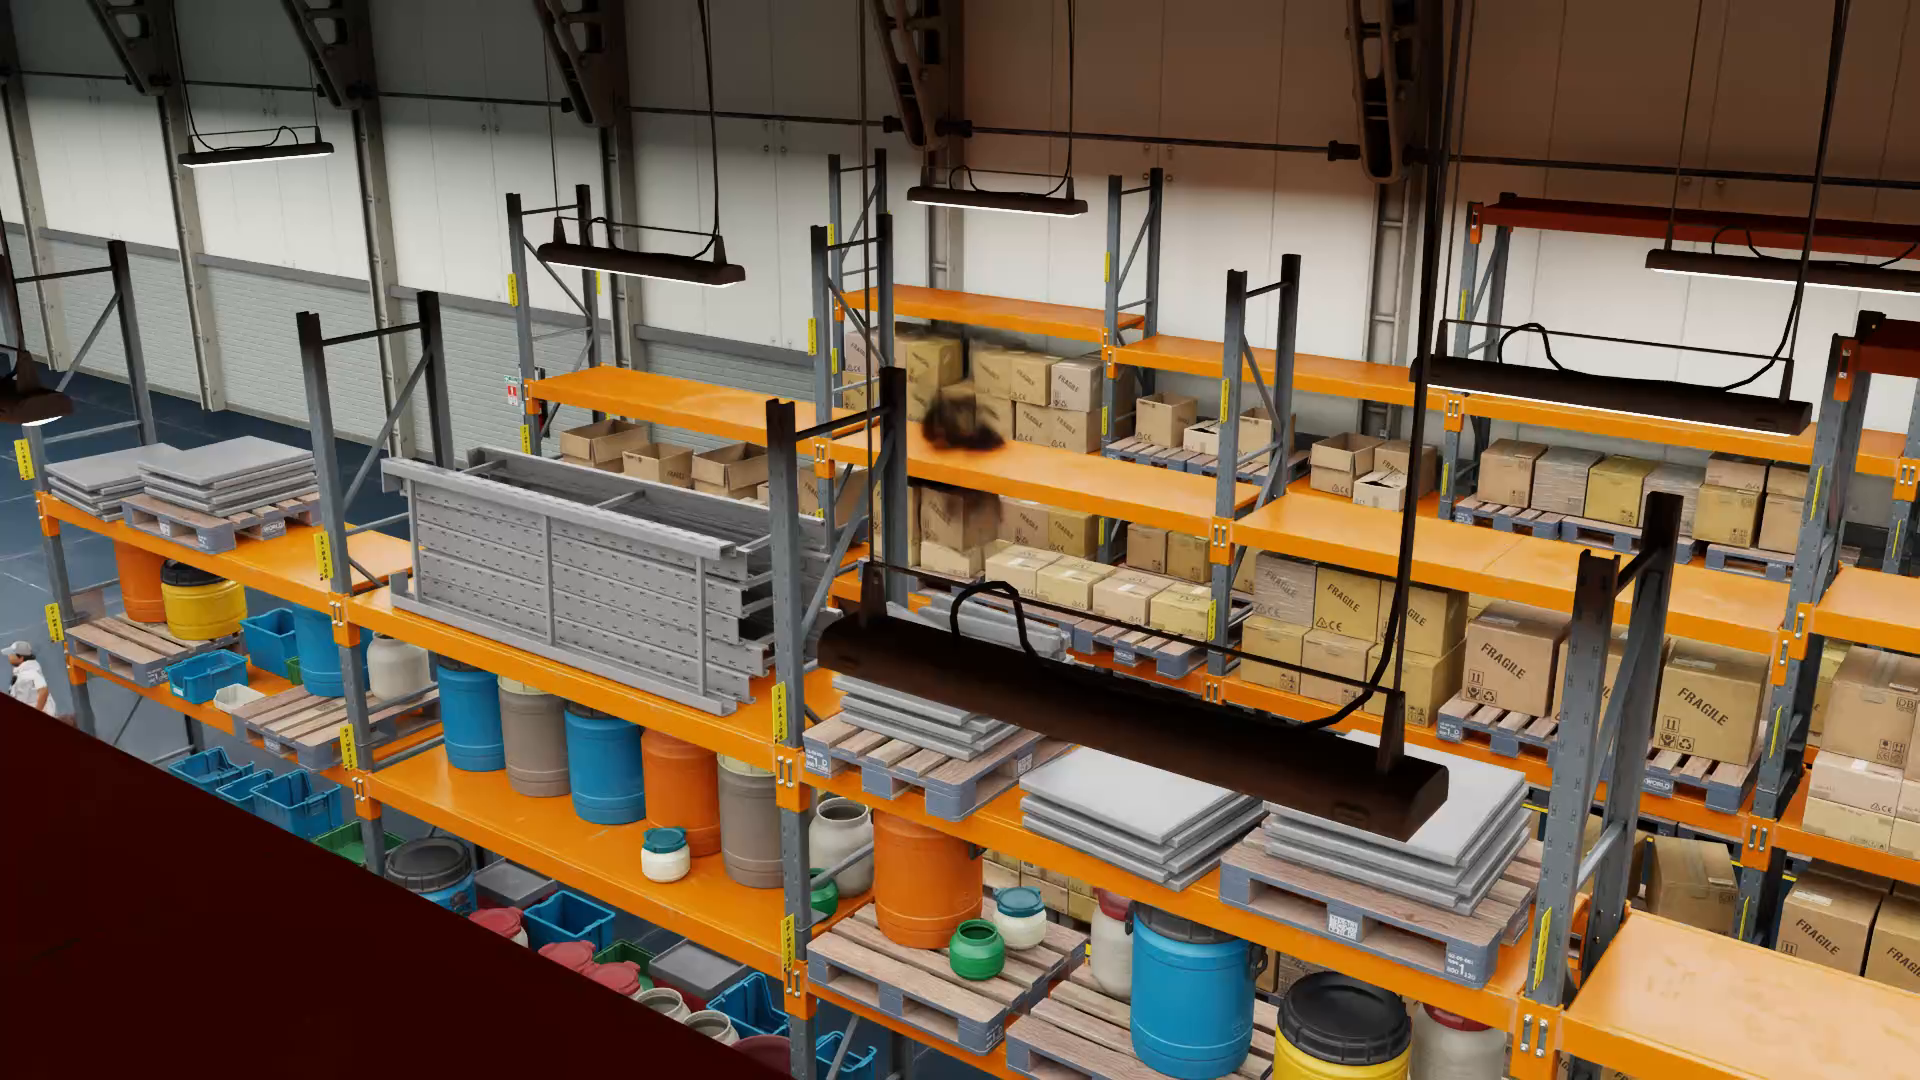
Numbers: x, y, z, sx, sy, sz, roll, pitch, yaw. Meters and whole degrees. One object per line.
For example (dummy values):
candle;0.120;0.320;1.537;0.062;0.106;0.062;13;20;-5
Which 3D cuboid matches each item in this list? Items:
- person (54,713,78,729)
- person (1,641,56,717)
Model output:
person;-8.309;2.350;15.683;0.513;1.564;0.551;-4;19;-13
person;-9.574;1.814;17.144;0.560;1.626;0.639;-9;20;-24
